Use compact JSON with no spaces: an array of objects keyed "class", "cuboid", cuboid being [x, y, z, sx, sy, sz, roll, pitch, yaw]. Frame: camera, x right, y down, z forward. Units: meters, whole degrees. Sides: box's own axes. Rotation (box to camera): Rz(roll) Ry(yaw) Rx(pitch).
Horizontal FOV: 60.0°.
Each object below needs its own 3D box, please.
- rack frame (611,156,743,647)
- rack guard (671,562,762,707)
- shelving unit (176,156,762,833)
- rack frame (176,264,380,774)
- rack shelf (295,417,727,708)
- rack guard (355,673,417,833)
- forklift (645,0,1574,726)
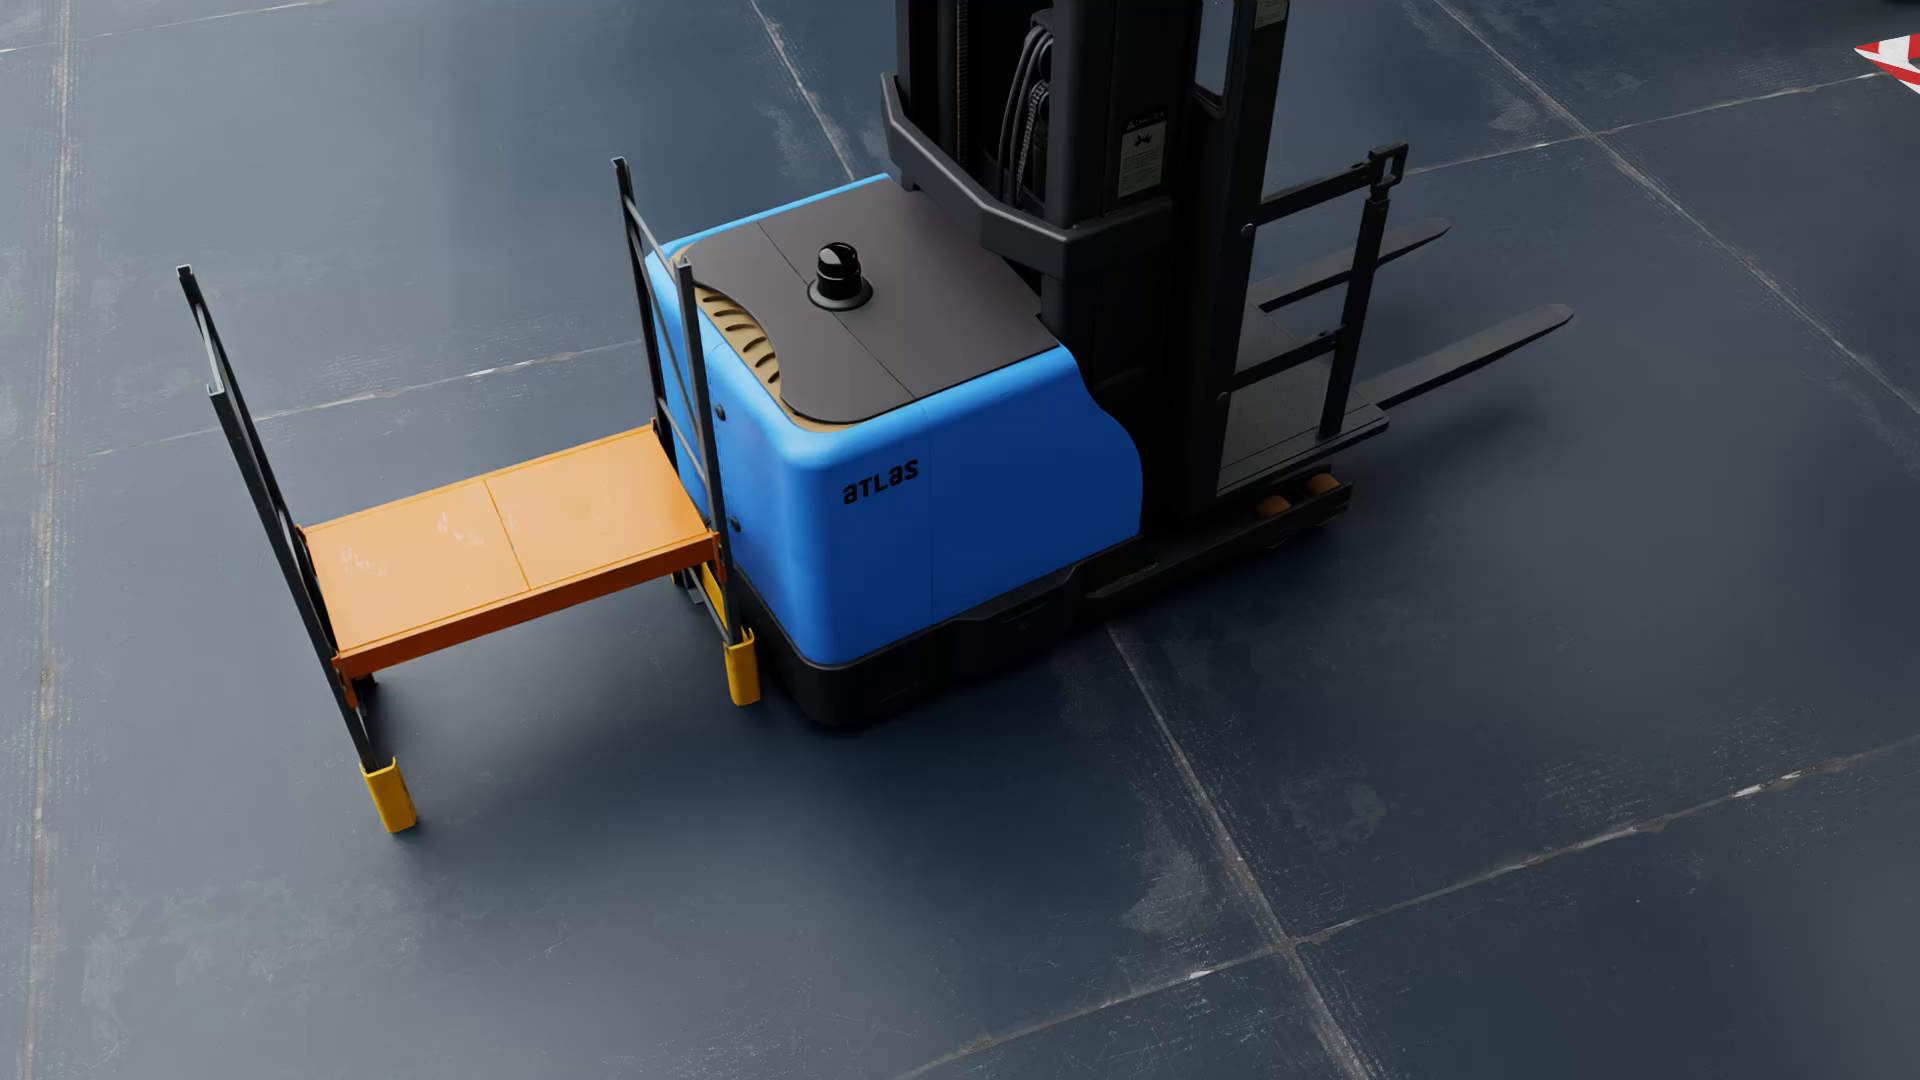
[{"class":"rack frame","cuboid":[-0.729,-0.246,4.437,0.032,1.500,0.500,-19,48,-18]},{"class":"rack guard","cuboid":[-0.730,0.195,4.879,0.087,0.250,0.587,-19,48,-18]},{"class":"shelving unit","cuboid":[-1.178,-0.091,4.282,1.083,1.500,0.587,-19,48,-18]},{"class":"rack frame","cuboid":[-1.643,0.069,4.122,0.032,1.500,0.500,-19,48,-18]},{"class":"rack shelf","cuboid":[-1.186,0.038,4.407,1.000,0.185,0.538,-19,48,-18]},{"class":"rack guard","cuboid":[-1.626,0.504,4.571,0.087,0.250,0.587,-19,48,-18]},{"class":"forklift","cuboid":[0.644,-1.309,4.485,3.031,2.935,1.130,-23,49,-21]}]
